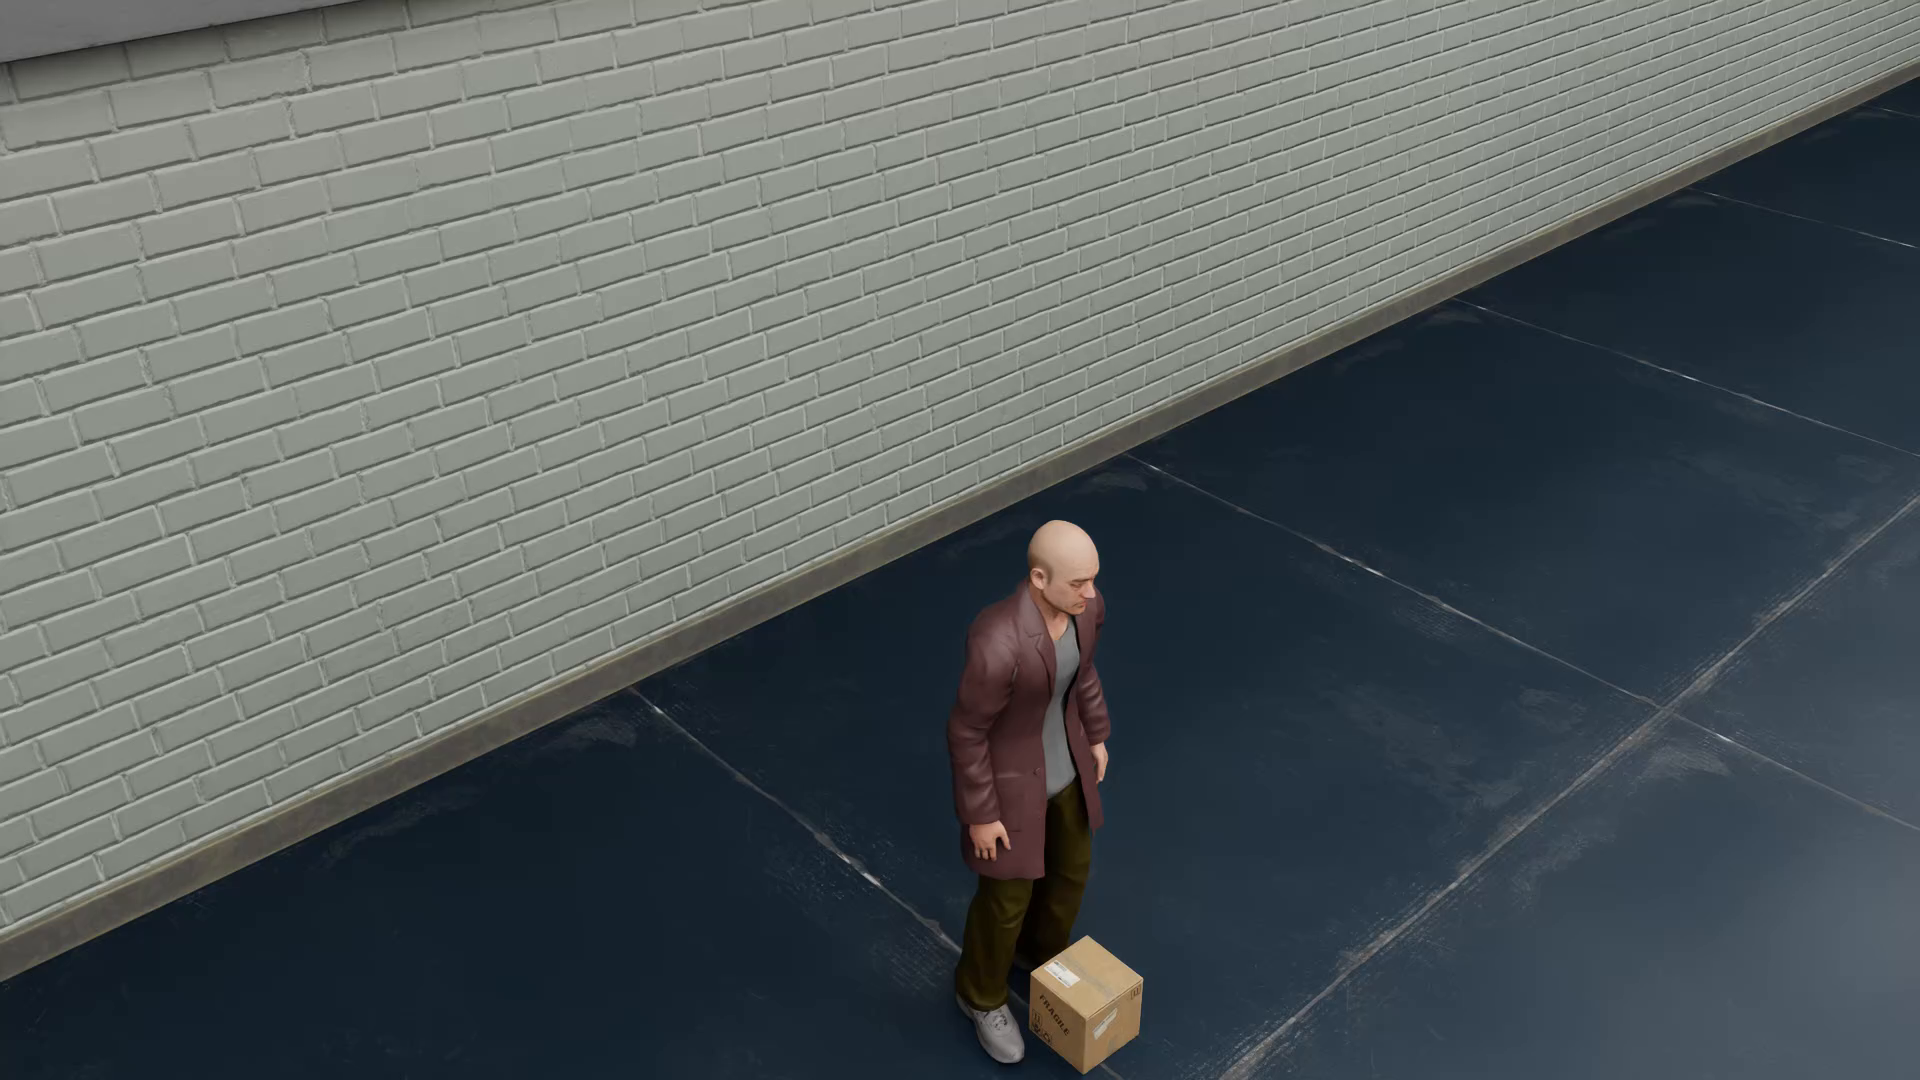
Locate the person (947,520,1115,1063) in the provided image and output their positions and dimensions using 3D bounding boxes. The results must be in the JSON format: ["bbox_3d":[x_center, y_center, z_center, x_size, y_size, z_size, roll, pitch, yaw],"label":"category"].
[{"bbox_3d":[0.231,0.710,4.983,0.423,1.774,0.653,27,40,36],"label":"person"}]
